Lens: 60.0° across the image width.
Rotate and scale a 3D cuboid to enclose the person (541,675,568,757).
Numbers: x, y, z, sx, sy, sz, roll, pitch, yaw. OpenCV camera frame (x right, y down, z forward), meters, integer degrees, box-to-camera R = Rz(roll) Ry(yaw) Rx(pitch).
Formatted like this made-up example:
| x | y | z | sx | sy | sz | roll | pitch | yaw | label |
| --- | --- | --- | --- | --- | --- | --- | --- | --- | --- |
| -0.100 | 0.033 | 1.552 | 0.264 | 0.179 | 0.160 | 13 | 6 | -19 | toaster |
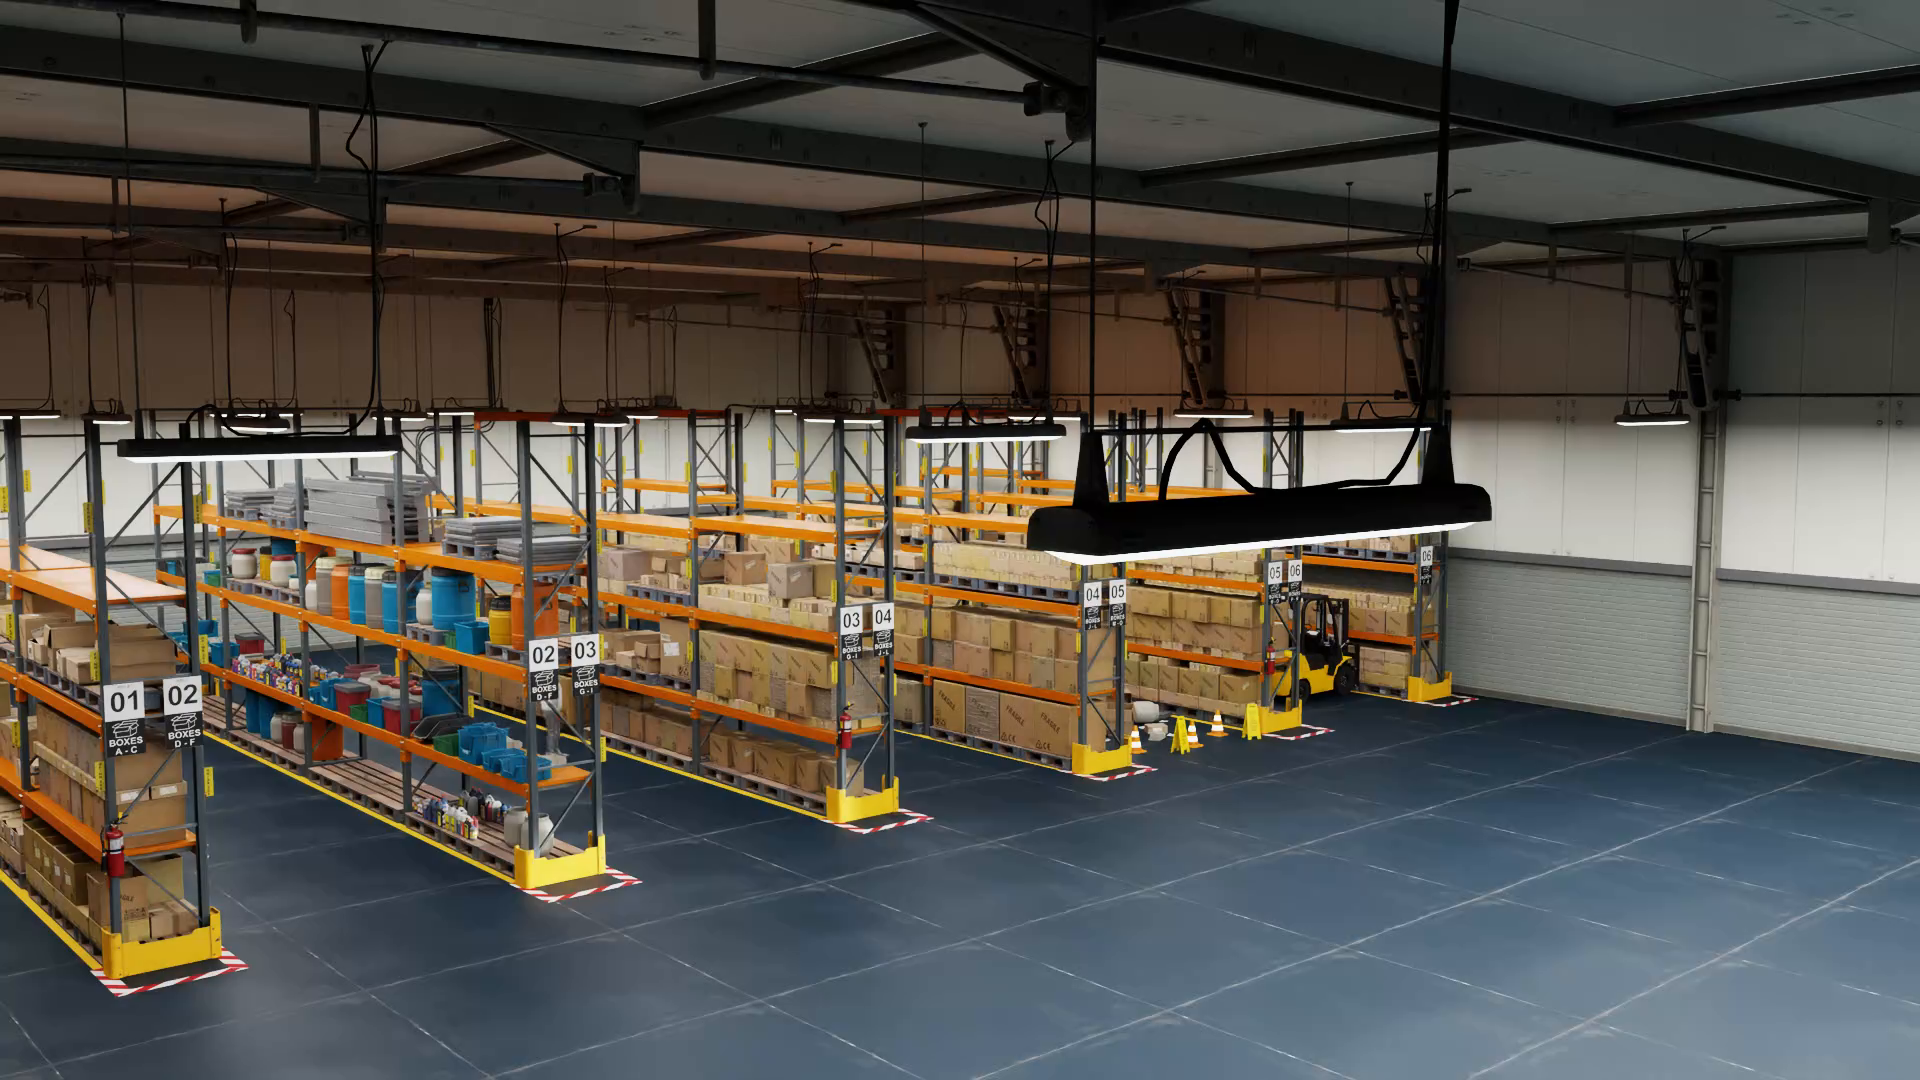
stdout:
| x | y | z | sx | sy | sz | roll | pitch | yaw | label |
| --- | --- | --- | --- | --- | --- | --- | --- | --- | --- |
| -7.023 | 2.931 | 28.746 | 0.453 | 1.774 | 0.592 | -1 | 5 | -13 | person |
